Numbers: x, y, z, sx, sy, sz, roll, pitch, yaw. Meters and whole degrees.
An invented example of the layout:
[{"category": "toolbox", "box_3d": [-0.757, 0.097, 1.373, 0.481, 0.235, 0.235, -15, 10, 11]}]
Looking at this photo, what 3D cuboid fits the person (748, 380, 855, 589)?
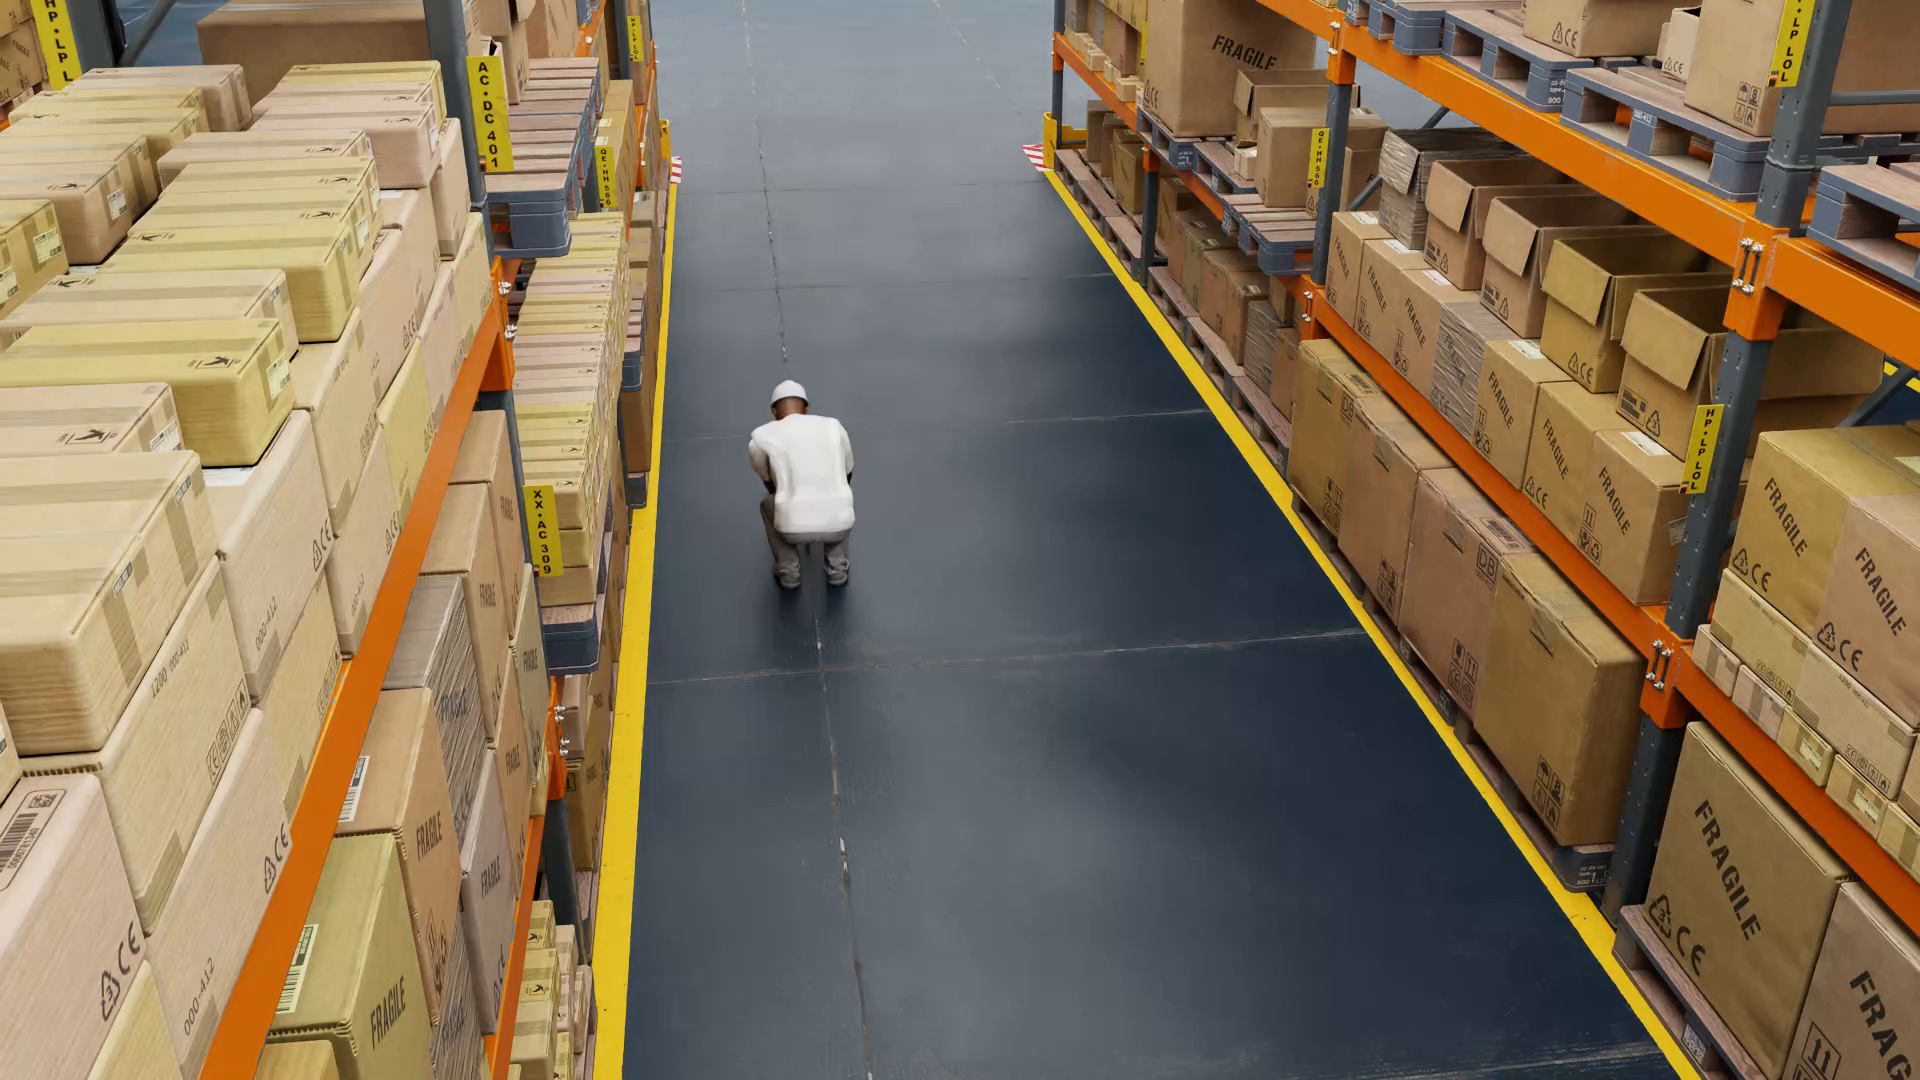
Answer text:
[{"category": "person", "box_3d": [-0.850, -0.308, 9.051, 0.578, 1.001, 0.889, -4, 27, -8]}]
